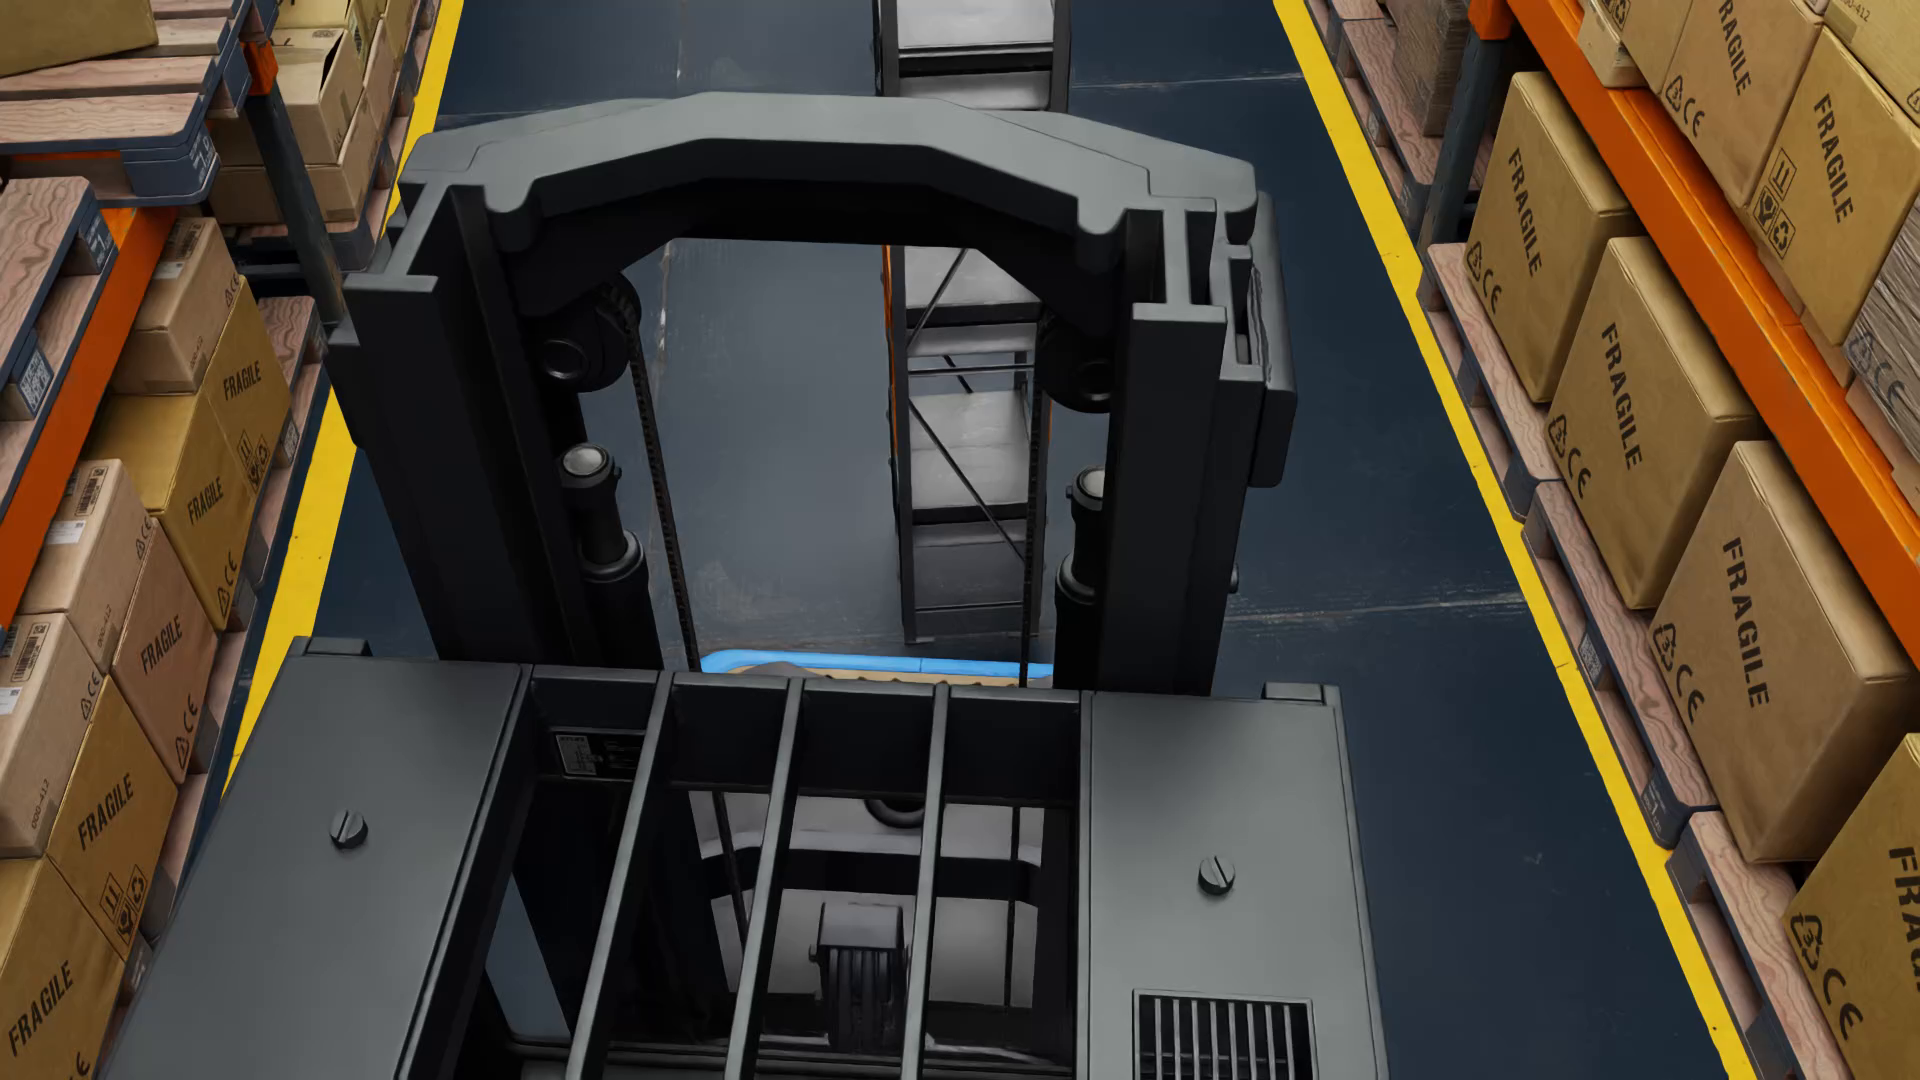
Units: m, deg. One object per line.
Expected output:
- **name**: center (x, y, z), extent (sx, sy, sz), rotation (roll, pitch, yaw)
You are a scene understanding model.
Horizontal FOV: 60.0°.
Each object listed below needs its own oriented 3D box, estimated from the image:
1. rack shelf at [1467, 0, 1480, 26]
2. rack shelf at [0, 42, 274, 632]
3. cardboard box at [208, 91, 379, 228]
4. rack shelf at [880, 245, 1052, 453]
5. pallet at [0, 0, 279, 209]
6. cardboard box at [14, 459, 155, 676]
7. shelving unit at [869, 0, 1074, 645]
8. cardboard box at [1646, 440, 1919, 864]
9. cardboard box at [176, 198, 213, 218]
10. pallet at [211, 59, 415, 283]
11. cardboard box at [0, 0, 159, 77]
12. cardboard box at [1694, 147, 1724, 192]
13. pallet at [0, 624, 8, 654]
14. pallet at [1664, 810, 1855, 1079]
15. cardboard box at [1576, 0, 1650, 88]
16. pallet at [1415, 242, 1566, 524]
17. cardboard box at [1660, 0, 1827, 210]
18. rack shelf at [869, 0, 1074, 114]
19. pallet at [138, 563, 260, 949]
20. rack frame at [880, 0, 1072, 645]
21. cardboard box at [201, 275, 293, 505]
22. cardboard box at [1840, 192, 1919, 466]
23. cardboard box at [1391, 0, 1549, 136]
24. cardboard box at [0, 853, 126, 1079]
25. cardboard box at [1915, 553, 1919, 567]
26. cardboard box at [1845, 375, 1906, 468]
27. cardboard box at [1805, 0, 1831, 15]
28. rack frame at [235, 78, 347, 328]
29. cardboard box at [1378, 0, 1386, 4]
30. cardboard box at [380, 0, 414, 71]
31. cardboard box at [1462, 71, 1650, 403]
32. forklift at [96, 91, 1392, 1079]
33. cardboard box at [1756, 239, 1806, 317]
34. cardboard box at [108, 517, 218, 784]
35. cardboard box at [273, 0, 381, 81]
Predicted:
- **rack shelf**: center (2.060, -3.318, 6.822), extent (1.077, 0.370, 4.000), rotation (-3, 47, -3)
- **rack shelf**: center (-2.541, -0.120, 3.793), extent (1.077, 0.370, 4.000), rotation (-3, 47, -3)
- **cardboard box**: center (-2.459, -1.410, 6.124), extent (0.500, 0.250, 0.500), rotation (-4, 47, -3)
- **rack shelf**: center (0.014, -0.593, 4.384), extent (0.431, 0.518, 0.480), rotation (-3, 47, -3)
- **pallet**: center (-2.582, -1.262, 4.512), extent (1.213, 0.211, 1.003), rotation (-3, 47, -3)
- **cardboard box**: center (-2.297, 0.079, 4.012), extent (0.500, 0.250, 0.500), rotation (-4, 47, -4)
- **shelving unit**: center (0.014, -0.602, 4.374), extent (0.431, 2.100, 0.503), rotation (-3, 47, -3)
- **cardboard box**: center (2.301, 0.265, 4.124), extent (0.750, 0.750, 0.750), rotation (-2, 47, -2)
- **cardboard box**: center (-2.995, -1.379, 6.095), extent (0.500, 0.250, 0.500), rotation (-2, 47, -2)
- **pallet**: center (-2.738, -1.454, 6.481), extent (1.003, 0.211, 1.213), rotation (-3, 47, -3)
- **cardboard box**: center (-2.543, -1.545, 4.289), extent (0.700, 0.500, 0.500), rotation (-18, 49, -16)
- **cardboard box**: center (2.149, -1.045, 4.333), extent (0.380, 0.149, 0.250), rotation (-3, 47, -2)
- **pallet**: center (-2.331, 0.561, 2.785), extent (1.003, 0.211, 1.213), rotation (-3, 47, -3)
- **pallet**: center (2.423, 1.181, 3.986), extent (1.003, 0.211, 1.213), rotation (-3, 47, -3)
- **cardboard box**: center (1.975, -1.406, 4.675), extent (0.380, 0.149, 0.250), rotation (-2, 47, -2)
- **pallet**: center (2.219, -0.584, 5.658), extent (1.003, 0.211, 1.213), rotation (-3, 47, -3)
- **cardboard box**: center (2.088, -1.156, 3.992), extent (0.500, 0.500, 0.500), rotation (-4, 47, -3)
- **rack shelf**: center (0.014, -1.074, 3.876), extent (0.431, 0.518, 0.480), rotation (-3, 47, -3)
- **pallet**: center (-2.584, 0.567, 4.567), extent (1.003, 0.211, 1.213), rotation (-3, 47, -3)
- **rack frame**: center (0.034, -0.426, 4.207), extent (0.400, 2.100, 0.015), rotation (-3, 47, -3)
- **cardboard box**: center (-2.396, -0.444, 5.023), extent (0.500, 0.500, 0.500), rotation (-2, 47, -2)
- **cardboard box**: center (2.187, -0.419, 3.293), extent (0.500, 0.500, 0.500), rotation (-3, 47, -3)
- **cardboard box**: center (2.116, -1.928, 6.428), extent (0.700, 0.500, 0.500), rotation (-3, 47, -3)
- **cardboard box**: center (-2.227, 1.038, 3.620), extent (0.500, 0.500, 0.500), rotation (-3, 47, -3)
- **cardboard box**: center (2.150, 0.069, 3.278), extent (0.380, 0.149, 0.250), rotation (-3, 47, -3)
- **cardboard box**: center (2.190, -0.294, 3.622), extent (0.380, 0.149, 0.250), rotation (-5, 47, -4)
- **cardboard box**: center (2.100, -1.425, 3.730), extent (0.500, 0.250, 0.500), rotation (-3, 47, -3)
- **rack frame**: center (-2.708, -1.815, 4.903), extent (1.000, 3.000, 0.127), rotation (-3, 47, -3)
- **cardboard box**: center (2.118, -2.665, 7.127), extent (0.700, 0.500, 0.500), rotation (-4, 47, -4)
- **cardboard box**: center (-2.552, -2.150, 6.824), extent (0.500, 0.250, 0.500), rotation (-5, 47, -4)
- **cardboard box**: center (2.159, -0.984, 5.307), extent (0.750, 0.750, 0.750), rotation (-4, 47, -4)
- **forklift**: center (-0.172, 1.051, 2.236), extent (1.130, 2.935, 3.031), rotation (3, 47, 2)
- **cardboard box**: center (2.164, -0.677, 3.985), extent (0.380, 0.149, 0.250), rotation (-3, 47, -3)
- **cardboard box**: center (-2.303, 0.310, 4.309), extent (0.500, 0.500, 0.500), rotation (-5, 47, -5)
- **cardboard box**: center (-2.512, -1.983, 6.280), extent (0.500, 0.311, 0.500), rotation (-5, 47, -4)
